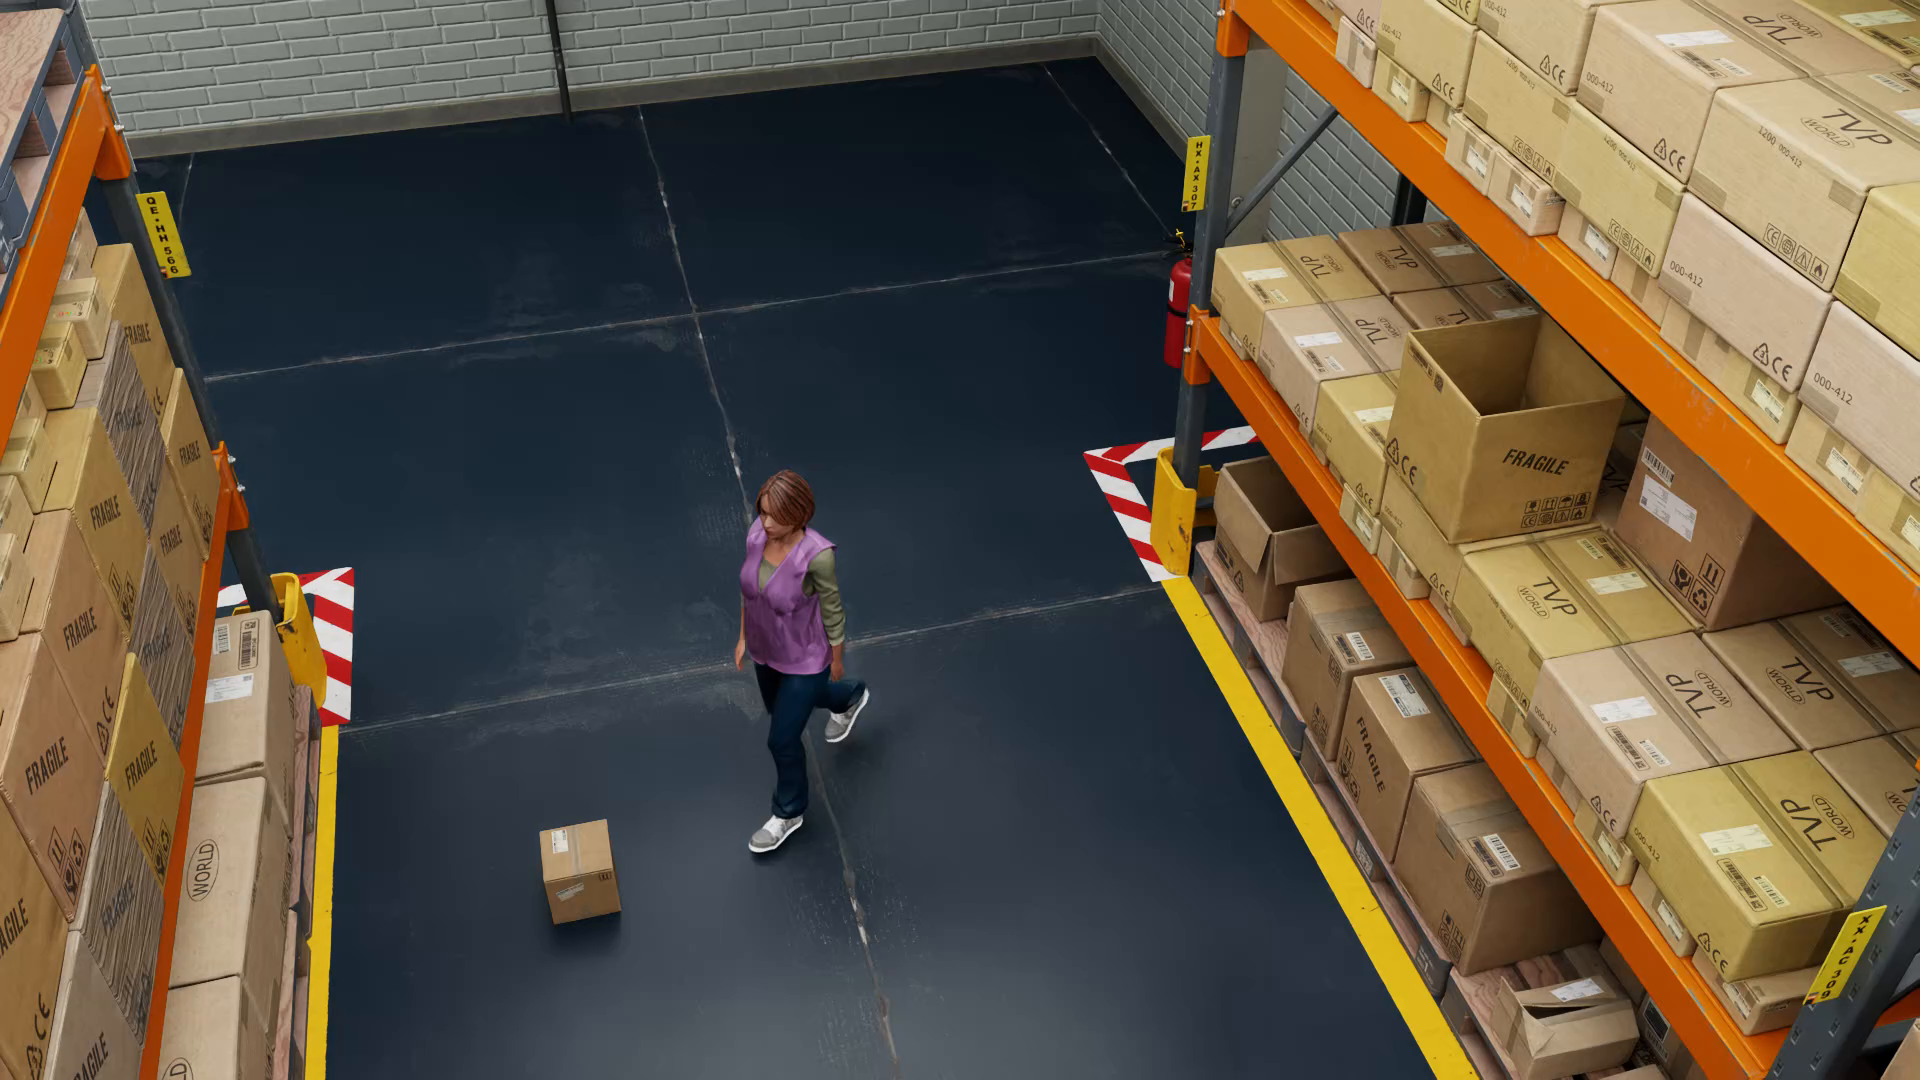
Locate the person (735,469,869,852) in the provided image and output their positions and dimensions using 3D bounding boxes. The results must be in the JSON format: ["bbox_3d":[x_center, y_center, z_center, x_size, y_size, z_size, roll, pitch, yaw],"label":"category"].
[{"bbox_3d":[-0.607,0.385,6.228,0.411,1.568,0.803,29,47,31],"label":"person"}]
